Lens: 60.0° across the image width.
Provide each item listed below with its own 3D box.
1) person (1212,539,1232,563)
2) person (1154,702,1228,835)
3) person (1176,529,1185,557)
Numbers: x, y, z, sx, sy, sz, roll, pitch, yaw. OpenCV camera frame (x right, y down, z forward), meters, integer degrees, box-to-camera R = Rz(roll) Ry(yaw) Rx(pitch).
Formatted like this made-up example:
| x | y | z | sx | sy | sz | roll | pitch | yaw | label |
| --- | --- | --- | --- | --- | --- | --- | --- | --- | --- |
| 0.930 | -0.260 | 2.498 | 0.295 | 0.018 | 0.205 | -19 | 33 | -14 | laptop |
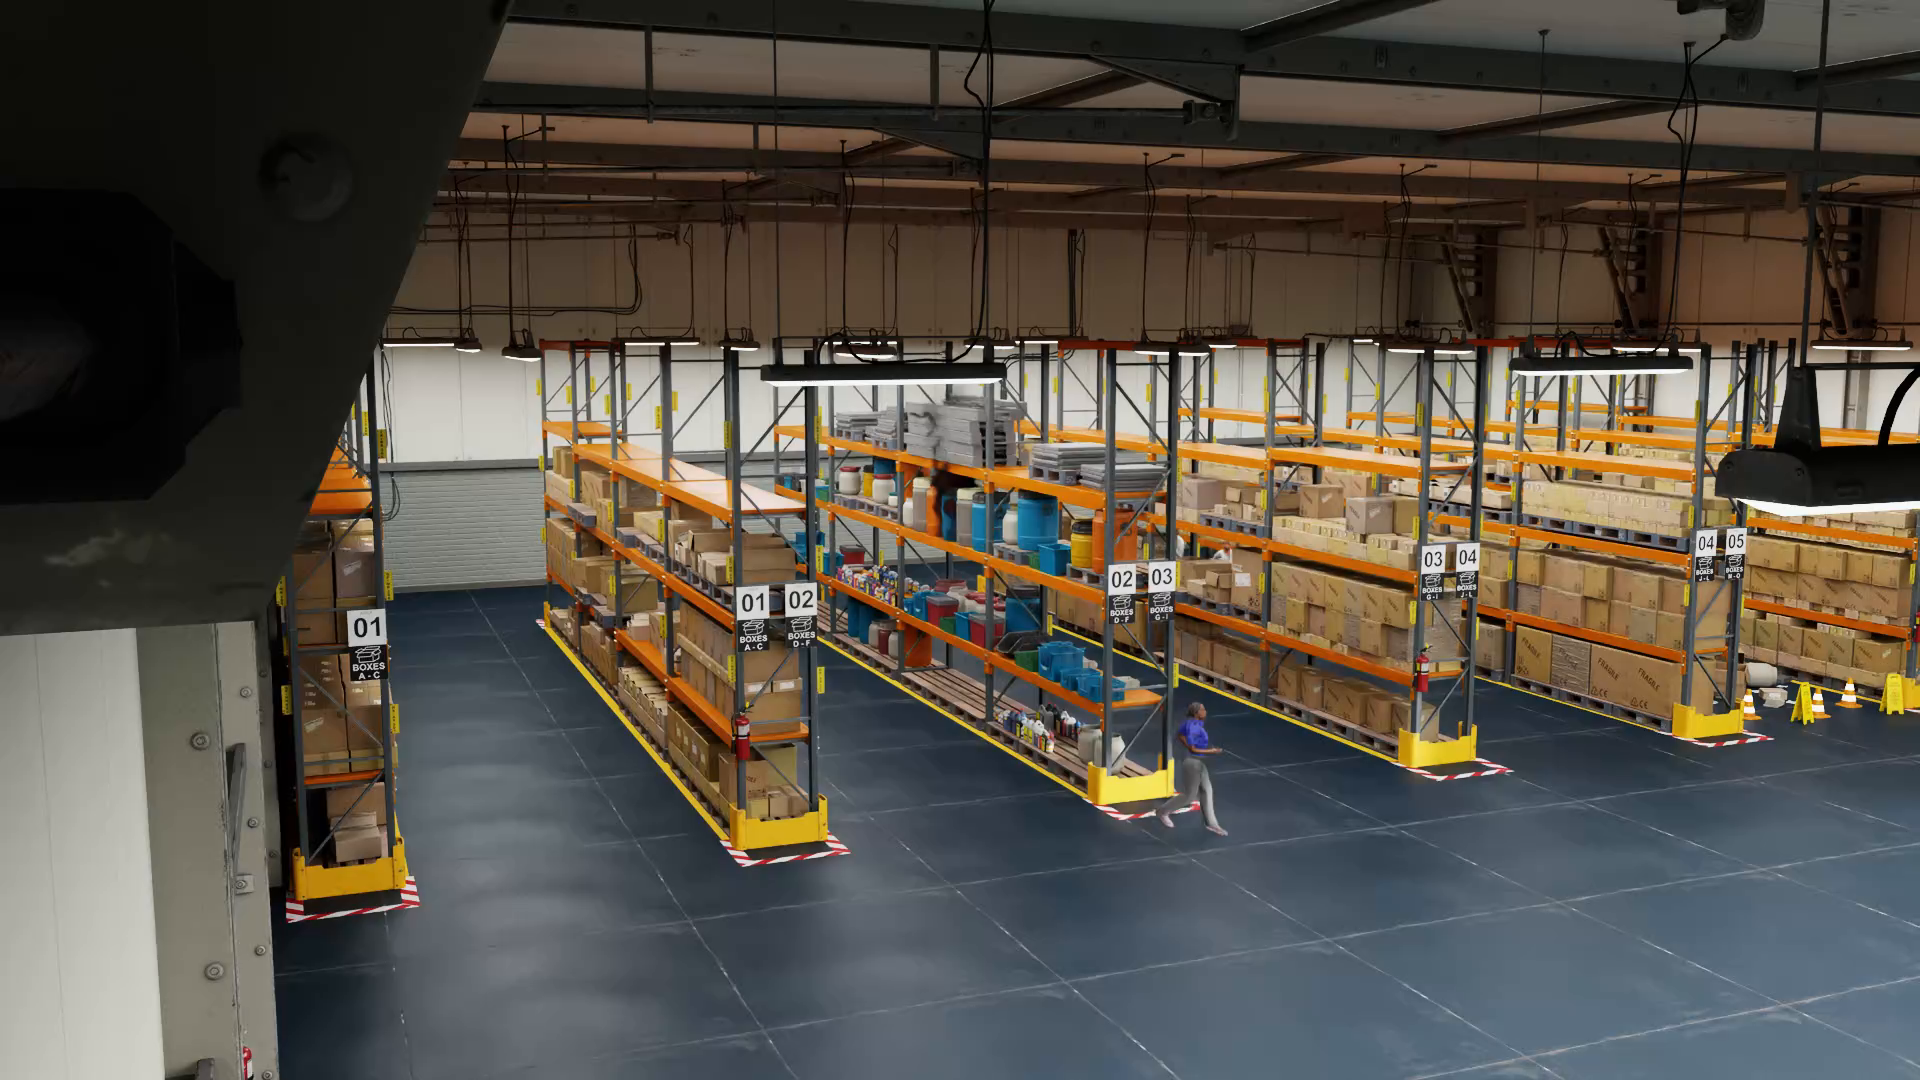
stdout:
| x | y | z | sx | sy | sz | roll | pitch | yaw | label |
| --- | --- | --- | --- | --- | --- | --- | --- | --- | --- |
| 5.757 | 0.804 | 35.919 | 0.653 | 1.749 | 0.544 | -2 | 8 | -18 | person |
| 2.888 | 2.842 | 20.683 | 0.910 | 1.666 | 0.589 | 1 | 8 | 10 | person |
| 4.850 | 0.542 | 37.766 | 0.686 | 1.792 | 0.967 | -4 | 8 | -27 | person |
